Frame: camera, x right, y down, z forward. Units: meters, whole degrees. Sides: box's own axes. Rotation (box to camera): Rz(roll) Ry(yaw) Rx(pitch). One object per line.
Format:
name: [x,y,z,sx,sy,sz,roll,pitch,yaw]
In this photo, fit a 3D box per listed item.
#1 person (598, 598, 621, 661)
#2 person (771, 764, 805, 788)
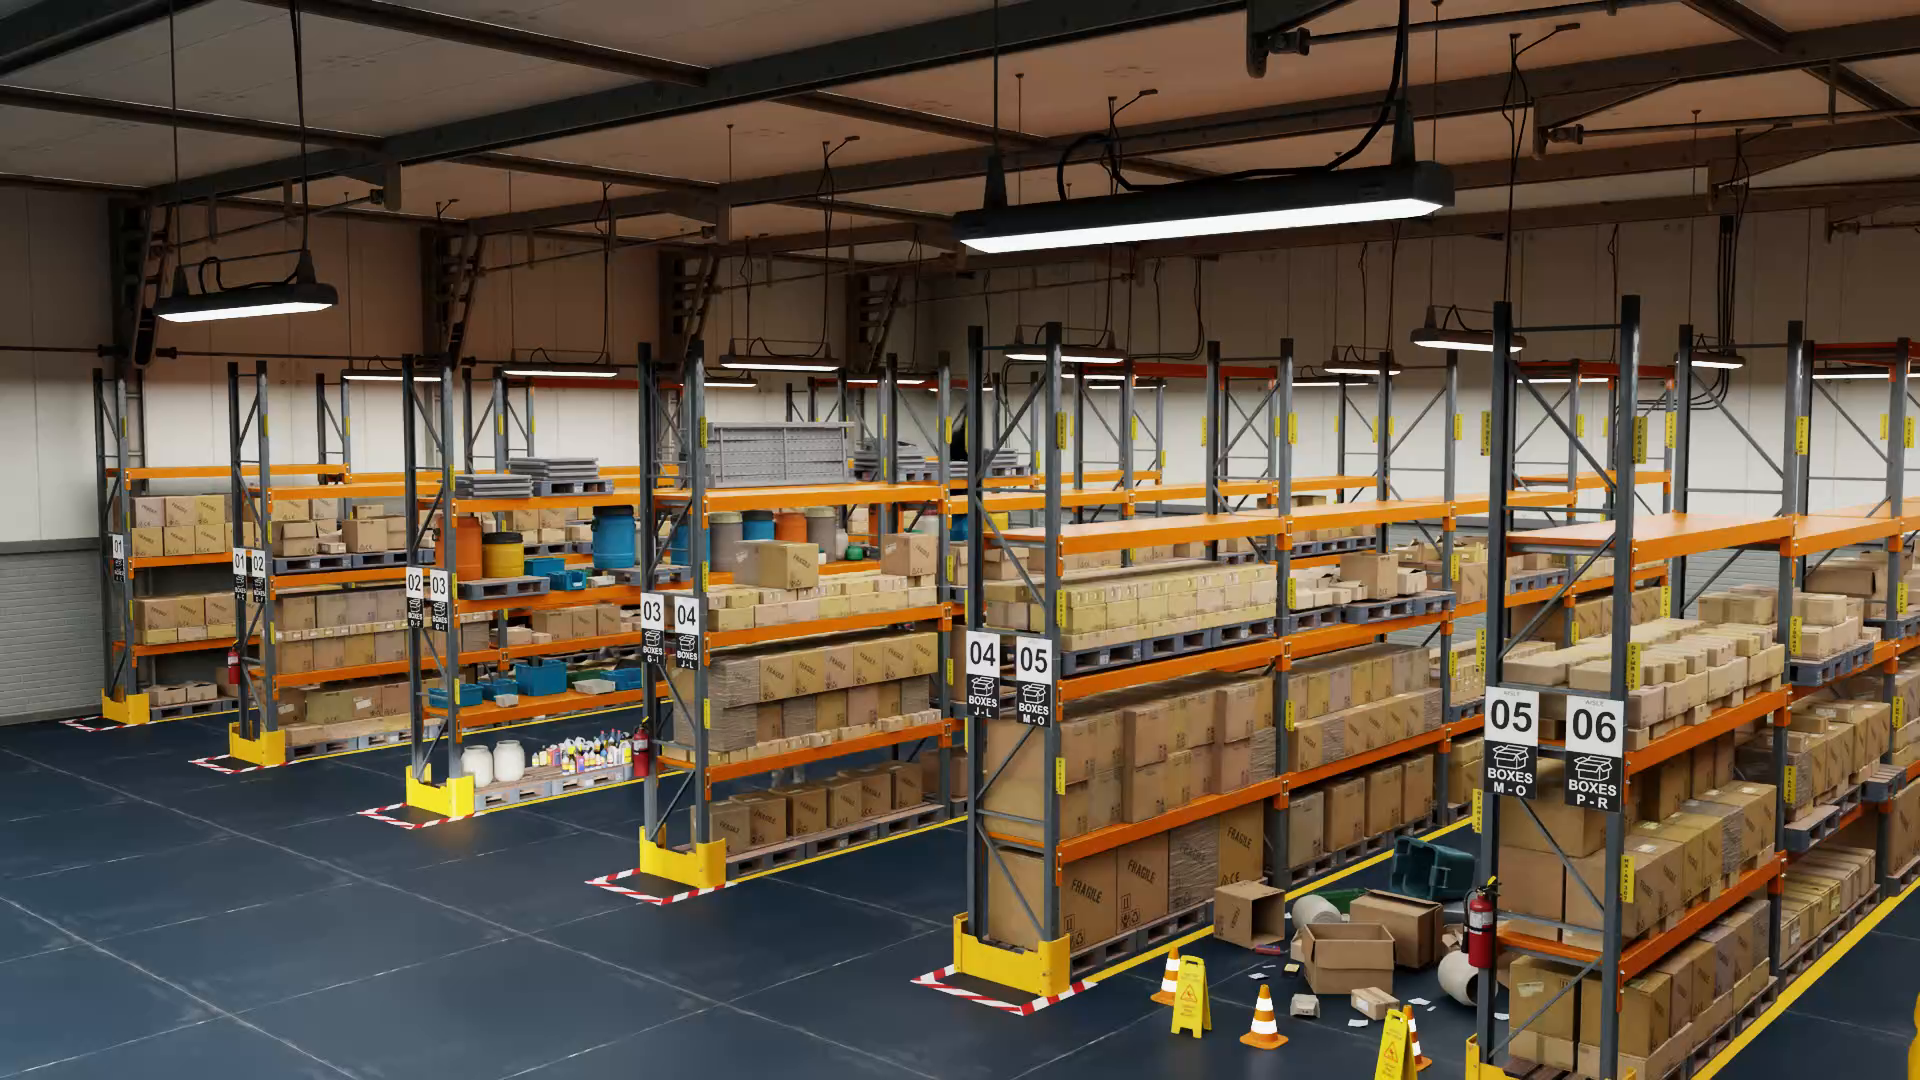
person: [-6.920,1.857,32.560,0.644,1.783,0.941,3,5,31]
person: [-2.469,2.605,22.846,0.666,1.700,0.907,3,5,34]
